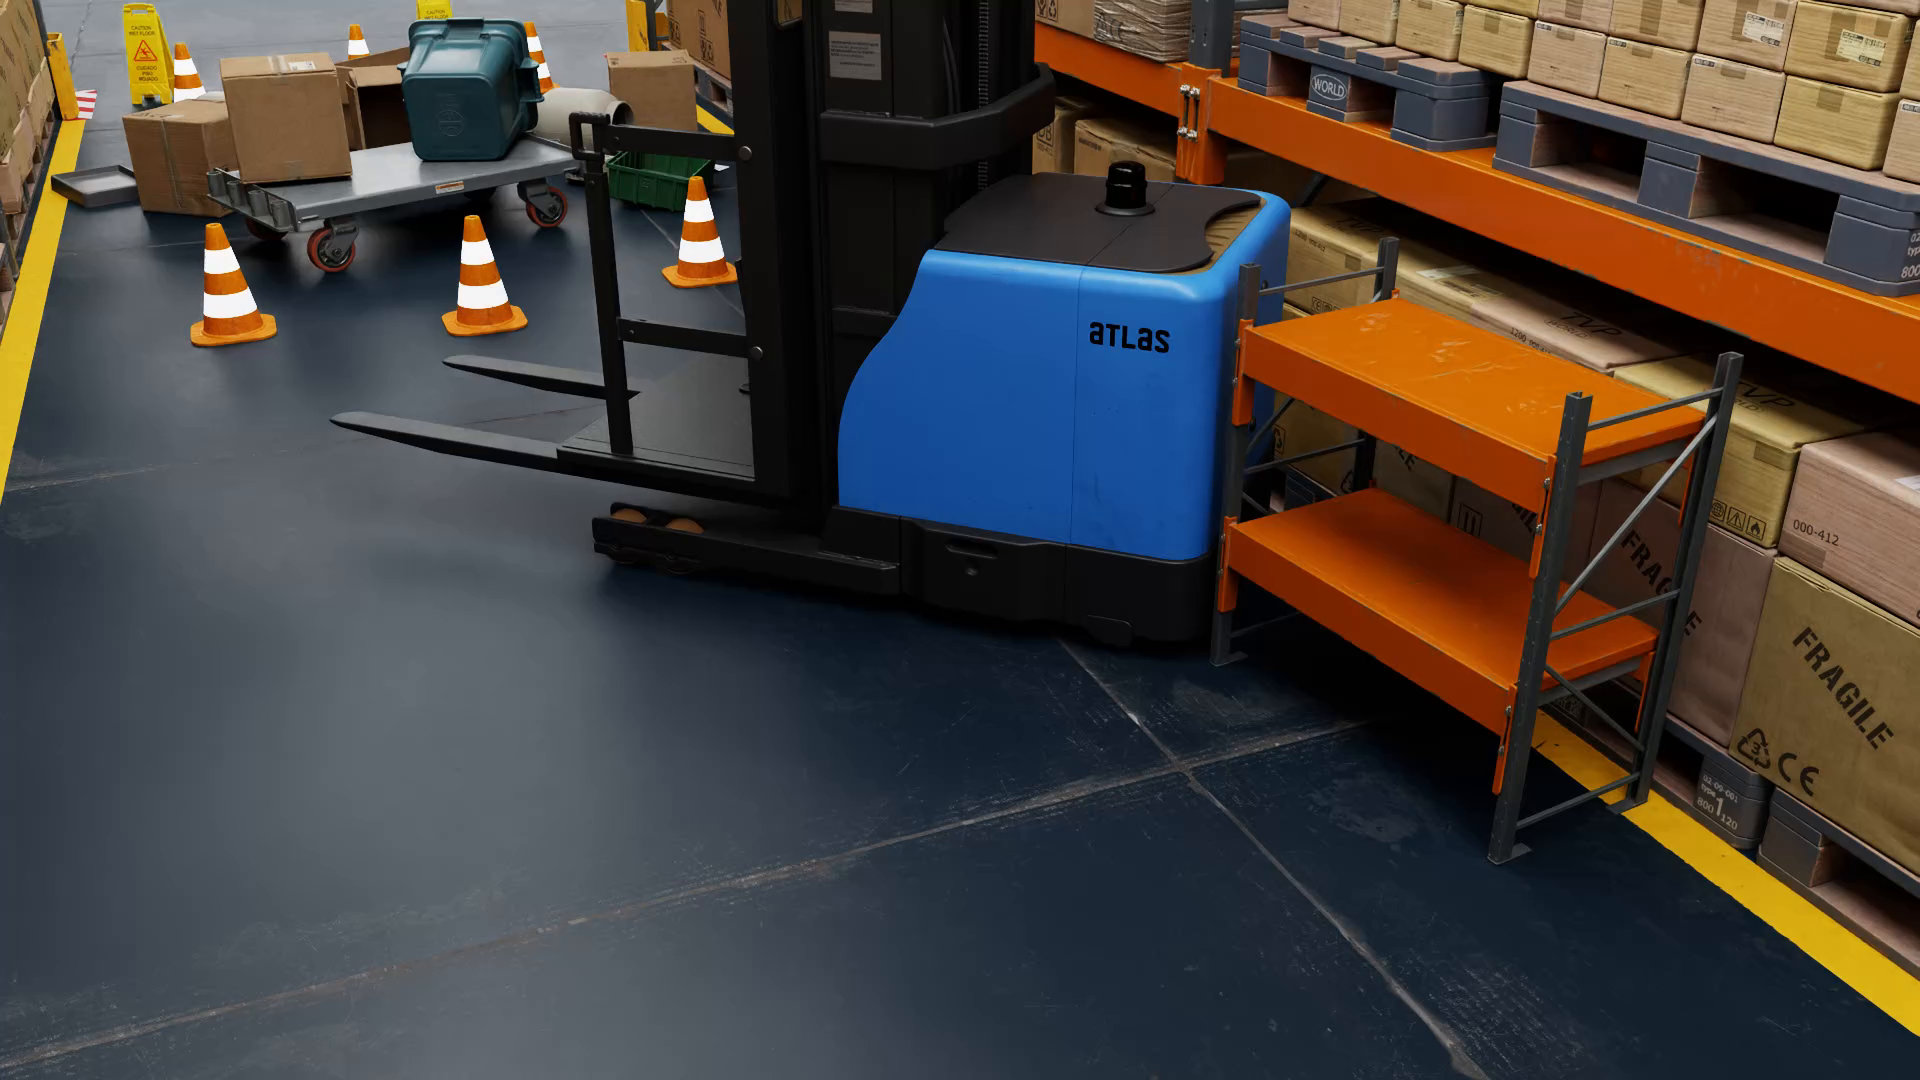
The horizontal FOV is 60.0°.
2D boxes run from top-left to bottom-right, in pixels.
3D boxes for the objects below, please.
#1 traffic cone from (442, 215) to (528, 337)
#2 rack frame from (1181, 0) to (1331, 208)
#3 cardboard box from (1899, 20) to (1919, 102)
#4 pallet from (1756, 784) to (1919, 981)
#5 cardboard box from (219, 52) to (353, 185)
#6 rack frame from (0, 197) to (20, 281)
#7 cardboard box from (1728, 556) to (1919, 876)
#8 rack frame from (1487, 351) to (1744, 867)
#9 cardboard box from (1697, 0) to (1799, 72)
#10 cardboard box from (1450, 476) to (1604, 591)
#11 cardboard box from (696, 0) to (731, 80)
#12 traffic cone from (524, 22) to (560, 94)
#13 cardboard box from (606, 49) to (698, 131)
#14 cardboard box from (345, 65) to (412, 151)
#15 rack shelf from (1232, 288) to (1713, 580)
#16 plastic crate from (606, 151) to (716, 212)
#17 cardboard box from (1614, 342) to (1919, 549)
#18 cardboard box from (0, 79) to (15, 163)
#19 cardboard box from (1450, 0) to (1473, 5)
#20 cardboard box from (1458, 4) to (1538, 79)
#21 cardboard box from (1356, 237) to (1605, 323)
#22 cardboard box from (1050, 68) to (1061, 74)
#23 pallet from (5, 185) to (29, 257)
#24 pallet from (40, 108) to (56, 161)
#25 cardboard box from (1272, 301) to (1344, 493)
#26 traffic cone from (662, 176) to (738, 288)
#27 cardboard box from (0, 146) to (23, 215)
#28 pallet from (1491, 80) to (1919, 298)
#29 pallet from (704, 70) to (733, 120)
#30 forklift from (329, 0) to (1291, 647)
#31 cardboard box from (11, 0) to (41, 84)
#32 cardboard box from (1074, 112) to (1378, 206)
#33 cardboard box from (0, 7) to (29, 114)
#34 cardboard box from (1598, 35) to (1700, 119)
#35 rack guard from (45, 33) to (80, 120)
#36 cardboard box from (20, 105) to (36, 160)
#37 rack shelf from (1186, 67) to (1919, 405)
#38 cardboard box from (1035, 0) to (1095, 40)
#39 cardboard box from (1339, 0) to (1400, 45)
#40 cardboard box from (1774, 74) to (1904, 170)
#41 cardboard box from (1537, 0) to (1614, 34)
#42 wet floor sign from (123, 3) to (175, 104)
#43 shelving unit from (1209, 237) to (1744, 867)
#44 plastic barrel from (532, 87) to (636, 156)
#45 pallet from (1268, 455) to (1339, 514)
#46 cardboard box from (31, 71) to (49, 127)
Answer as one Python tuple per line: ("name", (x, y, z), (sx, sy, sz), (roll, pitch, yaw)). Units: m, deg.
("traffic cone", (-2.050, -1.148, 7.074), (0.336, 0.463, 0.334), (-11, 28, -21))
("rack frame", (1.224, -1.770, 5.456), (1.000, 3.000, 0.127), (-11, 28, -21))
("cardboard box", (2.042, -0.913, 3.170), (0.380, 0.149, 0.250), (-12, 29, -23))
("pallet", (2.484, 0.784, 3.404), (1.003, 0.211, 1.213), (-11, 28, -21))
("cardboard box", (-3.231, -2.028, 7.971), (0.500, 0.500, 0.500), (-11, 28, -21))
("rack frame", (-4.858, -2.493, 6.938), (1.000, 3.000, 0.127), (-11, 28, -21))
("cardboard box", (2.068, 0.317, 3.553), (0.500, 0.500, 0.500), (-11, 28, -22))
("rack frame", (1.417, 0.169, 3.621), (0.500, 1.125, 0.032), (-14, 29, -27))
("cardboard box", (1.843, -1.122, 3.598), (0.380, 0.149, 0.250), (-10, 28, -19))
("cardboard box", (1.672, -0.097, 4.401), (0.500, 0.500, 0.500), (-11, 28, -22))
("cardboard box", (-1.236, -3.616, 11.181), (0.875, 0.875, 0.875), (-11, 28, -21))
("traffic cone", (-3.008, -3.401, 11.689), (0.336, 0.463, 0.334), (-11, 28, -21))
("cardboard box", (-1.895, -2.713, 10.234), (0.500, 0.500, 0.500), (-6, 27, -12))
("cardboard box", (-3.033, -2.397, 9.432), (0.797, 0.637, 0.503), (-11, 28, -21))
("rack shelf", (1.162, -0.287, 3.888), (0.538, 0.278, 1.000), (-14, 29, -27))
("plastic crate", (-1.616, -1.992, 9.051), (0.450, 0.188, 0.662), (12, 27, 2))
("cardboard box", (1.857, -0.236, 3.829), (0.500, 0.250, 0.500), (-12, 28, -23))
("cardboard box", (-4.840, -2.068, 7.867), (0.500, 0.500, 0.500), (-9, 27, -18))
("cardboard box", (1.444, -1.533, 4.441), (0.380, 0.149, 0.250), (-11, 28, -22))
("cardboard box", (1.532, -1.305, 4.311), (0.380, 0.149, 0.250), (-9, 28, -18))
("cardboard box", (1.470, -0.648, 4.673), (0.500, 0.250, 0.500), (-11, 28, -21))
("cardboard box", (0.358, -1.937, 7.884), (1.050, 0.750, 0.750), (-11, 28, -21))
("pallet", (-5.153, -1.505, 8.093), (1.003, 0.211, 1.213), (-11, 28, -21))
("pallet", (-6.109, -2.490, 10.110), (1.003, 0.211, 1.213), (-11, 28, -21))
("cardboard box", (1.266, -0.506, 5.238), (0.500, 0.500, 0.500), (-12, 28, -23))
("traffic cone", (-1.207, -1.444, 7.680), (0.336, 0.463, 0.334), (-11, 28, -21))
("cardboard box", (-4.840, -1.731, 8.032), (0.500, 0.250, 0.500), (-12, 28, -23))
("pallet", (2.037, -0.892, 3.876), (1.003, 0.211, 1.213), (-11, 28, -21))
("pallet", (-1.050, -2.945, 11.042), (1.003, 0.211, 1.213), (-11, 28, -21))
("forklift", (-0.583, -1.416, 4.810), (3.031, 2.935, 1.130), (10, 28, 19))
("cardboard box", (-5.663, -2.910, 9.591), (0.500, 0.500, 0.500), (-10, 28, -19))
("cardboard box", (1.068, -1.209, 6.393), (1.050, 0.750, 0.750), (-11, 28, -21))
("cardboard box", (-5.262, -2.492, 8.735), (0.500, 0.500, 0.500), (-9, 27, -18))
("cardboard box", (1.735, -1.095, 3.883), (0.380, 0.149, 0.250), (-10, 28, -20))
("rack guard", (-6.394, -2.954, 10.731), (1.175, 0.500, 0.348), (-11, 28, -21))
("cardboard box", (-5.270, -2.158, 8.907), (0.500, 0.250, 0.500), (-11, 28, -21))
("rack shelf", (2.007, -0.639, 3.960), (1.077, 0.370, 4.000), (-11, 28, -21))
("cardboard box", (0.607, -2.152, 6.125), (0.500, 0.500, 0.500), (-11, 28, -21))
("cardboard box", (1.318, -1.522, 4.756), (0.380, 0.149, 0.250), (-9, 27, -18))
("cardboard box", (1.940, -0.883, 3.447), (0.380, 0.149, 0.250), (-9, 28, -18))
("cardboard box", (1.640, -1.331, 4.026), (0.380, 0.149, 0.250), (-11, 28, -21))
("wet floor sign", (-5.514, -3.311, 11.296), (0.267, 0.644, 0.232), (-1, 26, -3))
("shelving unit", (1.162, -0.024, 4.017), (0.538, 1.125, 1.048), (-14, 29, -27))
("plastic barrel", (-2.198, -2.421, 9.727), (0.512, 0.421, 0.421), (8, 27, 15))
("pallet", (1.529, -0.201, 5.421), (1.003, 0.211, 1.213), (-11, 28, -21))
("cardboard box", (-5.664, -2.571, 9.752), (0.500, 0.250, 0.500), (-10, 28, -20))
